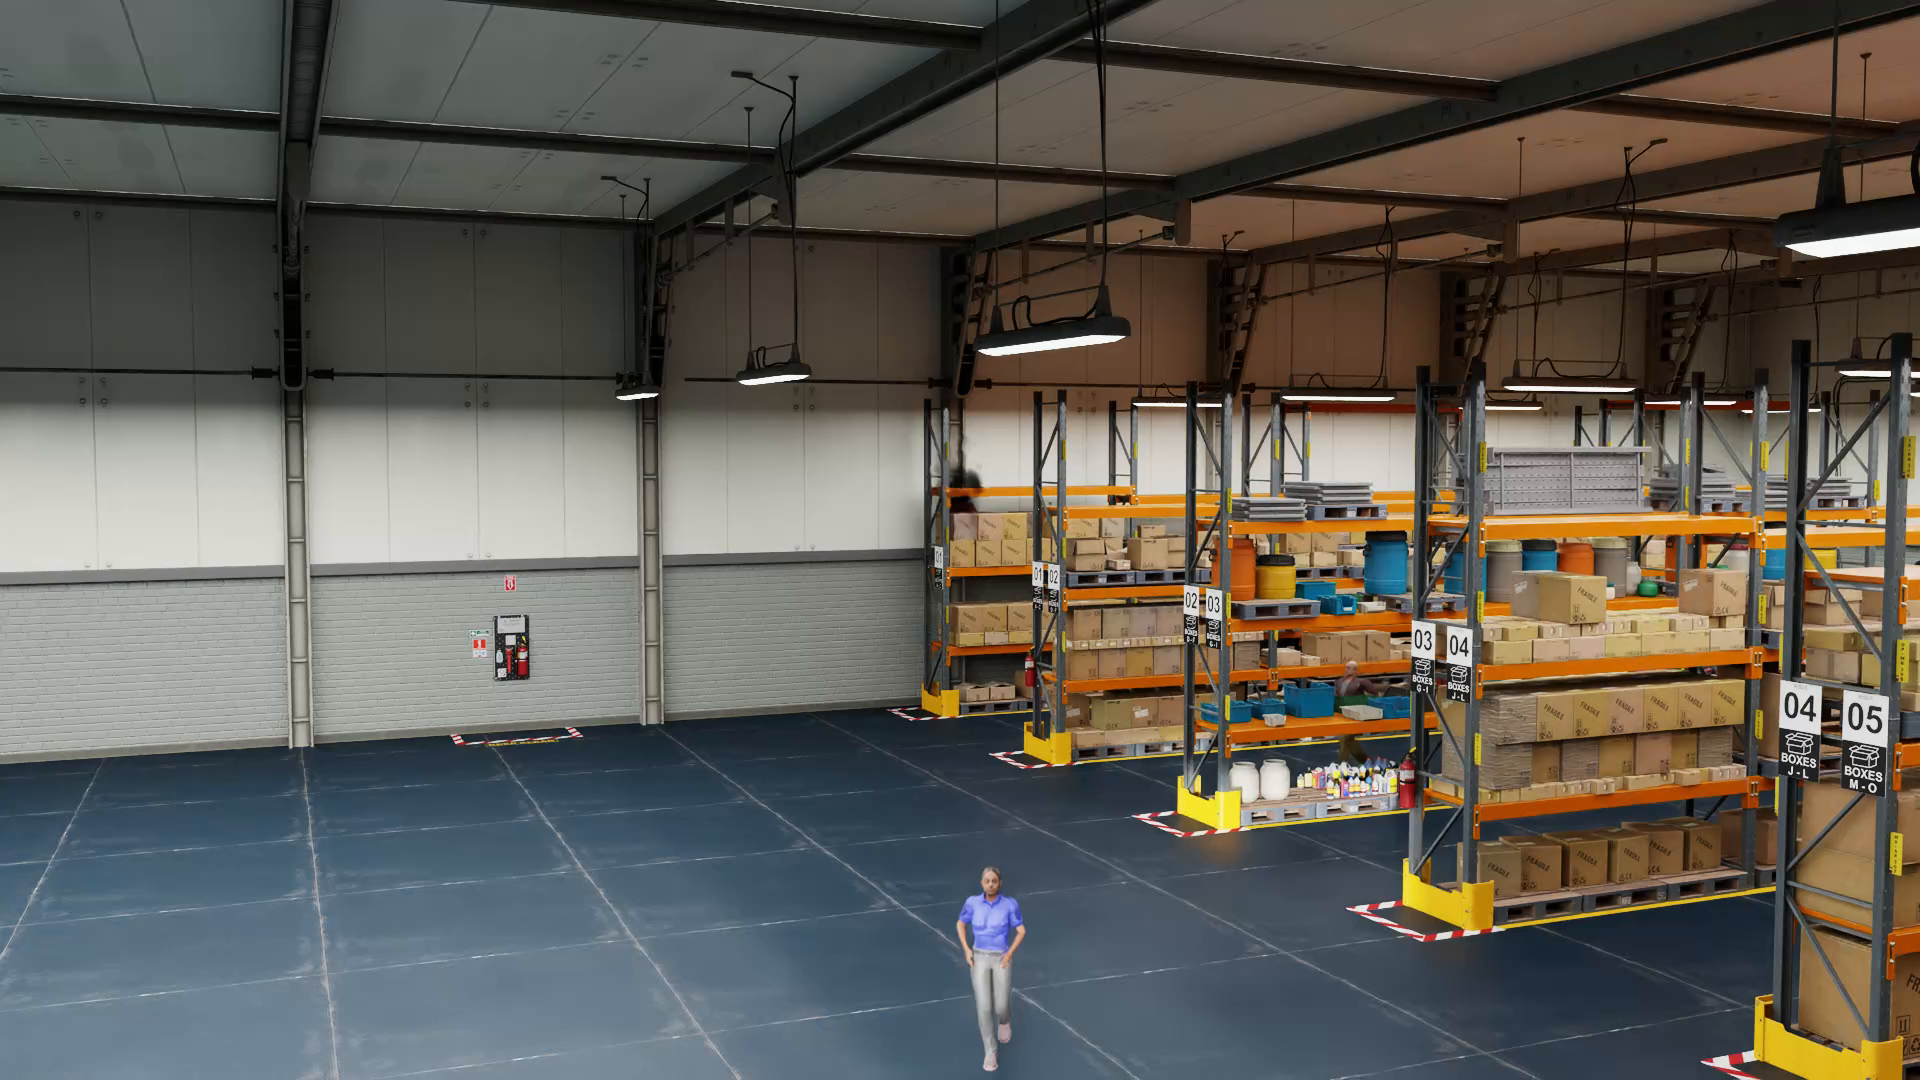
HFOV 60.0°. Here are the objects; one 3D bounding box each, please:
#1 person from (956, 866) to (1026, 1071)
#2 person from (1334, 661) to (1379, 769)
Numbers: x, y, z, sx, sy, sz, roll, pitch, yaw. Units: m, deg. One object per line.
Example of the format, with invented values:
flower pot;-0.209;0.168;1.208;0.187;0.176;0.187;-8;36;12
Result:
person;0.248;3.537;13.937;0.568;1.638;0.660;0;3;5
person;5.952;2.743;25.439;0.968;1.791;0.698;-2;4;-27
